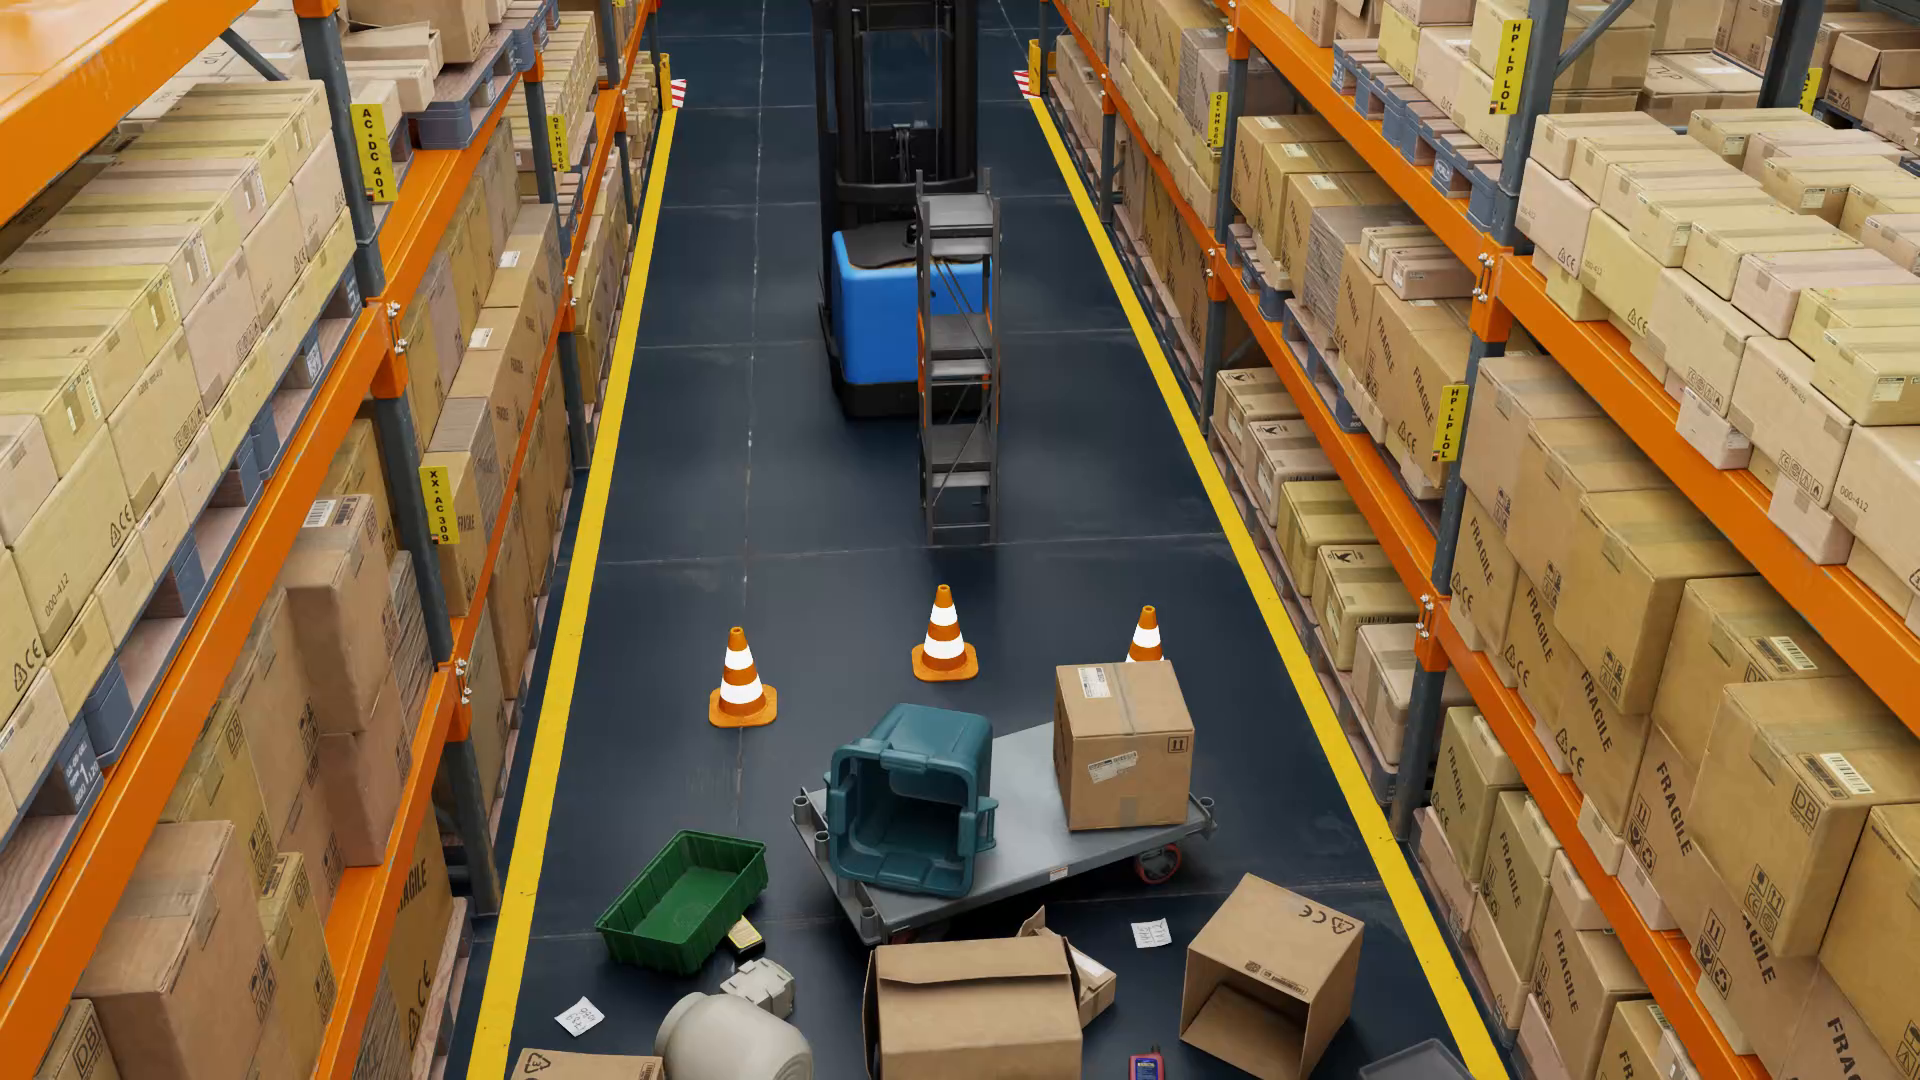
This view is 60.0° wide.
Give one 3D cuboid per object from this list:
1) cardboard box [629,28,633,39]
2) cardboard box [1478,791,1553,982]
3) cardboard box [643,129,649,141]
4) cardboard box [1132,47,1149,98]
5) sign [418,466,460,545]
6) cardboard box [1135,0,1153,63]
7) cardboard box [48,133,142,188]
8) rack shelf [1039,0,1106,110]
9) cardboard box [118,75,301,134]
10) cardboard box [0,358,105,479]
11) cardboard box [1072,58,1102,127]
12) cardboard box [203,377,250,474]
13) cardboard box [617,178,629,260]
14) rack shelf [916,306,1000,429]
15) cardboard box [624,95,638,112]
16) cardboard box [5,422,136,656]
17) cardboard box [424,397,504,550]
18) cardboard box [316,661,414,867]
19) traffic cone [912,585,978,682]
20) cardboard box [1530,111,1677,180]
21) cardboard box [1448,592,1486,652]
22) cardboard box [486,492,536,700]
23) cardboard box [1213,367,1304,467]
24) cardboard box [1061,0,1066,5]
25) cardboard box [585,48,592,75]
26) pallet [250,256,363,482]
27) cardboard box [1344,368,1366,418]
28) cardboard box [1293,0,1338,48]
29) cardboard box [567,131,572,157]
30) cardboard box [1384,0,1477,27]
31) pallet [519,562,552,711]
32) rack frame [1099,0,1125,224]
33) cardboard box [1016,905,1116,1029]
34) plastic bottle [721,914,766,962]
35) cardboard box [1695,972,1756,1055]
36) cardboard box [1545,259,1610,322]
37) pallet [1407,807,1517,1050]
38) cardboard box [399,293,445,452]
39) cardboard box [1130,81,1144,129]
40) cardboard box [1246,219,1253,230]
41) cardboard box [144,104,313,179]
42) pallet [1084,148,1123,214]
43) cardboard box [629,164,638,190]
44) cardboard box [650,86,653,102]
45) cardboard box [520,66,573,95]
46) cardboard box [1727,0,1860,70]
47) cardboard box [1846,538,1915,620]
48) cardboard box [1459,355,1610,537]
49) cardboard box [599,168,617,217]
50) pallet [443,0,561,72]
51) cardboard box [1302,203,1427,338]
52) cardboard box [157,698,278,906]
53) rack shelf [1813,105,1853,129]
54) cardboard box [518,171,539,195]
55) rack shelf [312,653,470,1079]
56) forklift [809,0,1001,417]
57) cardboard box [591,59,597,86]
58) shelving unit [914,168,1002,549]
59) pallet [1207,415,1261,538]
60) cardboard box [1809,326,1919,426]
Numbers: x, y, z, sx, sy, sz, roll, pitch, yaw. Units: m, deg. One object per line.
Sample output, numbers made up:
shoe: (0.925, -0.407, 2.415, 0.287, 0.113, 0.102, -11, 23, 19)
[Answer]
cardboard box: (-3.086, -4.500, 14.603, 0.380, 0.149, 0.250, -1, 31, -2)
cardboard box: (2.301, 1.283, 6.217, 0.500, 0.500, 0.500, -2, 31, -3)
cardboard box: (-3.139, -3.859, 15.655, 0.380, 0.149, 0.250, -2, 31, -4)
cardboard box: (1.563, -3.455, 12.267, 0.500, 0.250, 0.500, -2, 31, -4)
sign: (-1.914, -0.126, 6.114, 0.100, 0.325, 0.005, -3, 31, -5)
cardboard box: (1.580, -3.785, 12.090, 0.500, 0.500, 0.500, -3, 31, -6)
cardboard box: (-2.699, -1.004, 4.930, 0.500, 0.250, 0.500, -3, 31, -4)
rack shelf: (1.518, -4.778, 15.526, 1.077, 0.370, 4.000, -3, 31, -5)
cardboard box: (-2.691, -1.493, 6.038, 0.500, 0.250, 0.500, -2, 31, -4)
cardboard box: (-1.924, -0.231, 3.247, 0.380, 0.149, 0.250, -3, 31, -5)
cardboard box: (1.587, -4.390, 16.263, 0.875, 0.438, 0.875, -2, 31, -3)
cardboard box: (-1.993, -0.275, 4.098, 0.380, 0.149, 0.250, -3, 31, -5)
cardboard box: (-2.894, -2.519, 13.070, 0.500, 0.500, 0.500, -3, 31, -6)
rack shelf: (-0.015, -0.974, 9.360, 0.431, 0.518, 0.480, -3, 31, -5)
cardboard box: (-3.160, -3.974, 15.269, 0.380, 0.149, 0.250, -3, 31, -4)
cardboard box: (-1.978, 0.000, 3.250, 0.500, 0.250, 0.500, -3, 31, -5)
cardboard box: (-2.295, -0.275, 7.188, 0.500, 0.500, 0.500, -3, 31, -4)
cardboard box: (-2.346, 0.710, 5.490, 0.875, 0.550, 0.550, -3, 31, -5)
traffic cone: (-0.080, 0.441, 8.560, 0.336, 0.463, 0.334, -3, 31, -5)
cardboard box: (2.157, -1.328, 5.590, 0.380, 0.149, 0.250, -3, 31, -5)
cardboard box: (2.163, 0.302, 6.564, 0.380, 0.149, 0.250, -3, 31, -5)
cardboard box: (-2.700, 0.287, 8.128, 1.050, 0.750, 0.750, -3, 31, -5)
cardboard box: (2.122, -0.787, 10.296, 0.950, 0.372, 0.625, -5, 31, -8)
cardboard box: (1.195, -5.375, 15.726, 0.500, 0.500, 0.500, -3, 31, -5)
cardboard box: (-2.934, -3.523, 12.268, 0.380, 0.149, 0.250, -1, 31, -2)
pallet: (-2.400, -0.524, 4.864, 1.003, 0.211, 1.213, -3, 31, -5)
cardboard box: (2.036, -0.699, 7.830, 0.380, 0.149, 0.250, -3, 31, -4)
cardboard box: (2.158, -2.870, 8.608, 0.700, 0.500, 0.500, -3, 31, -5)
cardboard box: (-2.785, -2.594, 11.003, 0.380, 0.149, 0.250, -2, 31, -3)
cardboard box: (2.155, -2.410, 7.183, 0.500, 0.250, 0.500, -2, 31, -4)
pallet: (-2.730, 0.489, 8.725, 1.003, 0.211, 1.213, -3, 31, -5)
rack frame: (1.705, -4.066, 13.632, 1.000, 3.000, 0.127, -3, 31, -5)
cardboard box: (0.392, 1.711, 6.627, 0.396, 0.266, 0.258, 27, 40, 37)
plastic bottle: (-0.938, 1.637, 6.949, 0.133, 0.061, 0.283, -20, 36, -30)
cardboard box: (2.389, 1.338, 4.830, 0.380, 0.149, 0.250, -3, 31, -5)
cardboard box: (2.204, -0.854, 5.575, 0.380, 0.149, 0.250, -3, 31, -5)
pallet: (2.551, 1.557, 6.938, 1.003, 0.211, 1.213, -3, 31, -5)
cardboard box: (-2.568, -0.681, 6.892, 0.700, 0.500, 0.500, -3, 31, -5)
cardboard box: (1.566, -3.238, 12.392, 0.500, 0.250, 0.500, -3, 31, -5)
cardboard box: (1.924, -1.922, 9.877, 0.380, 0.149, 0.250, -4, 31, -7)
cardboard box: (-2.091, -1.138, 4.765, 0.380, 0.149, 0.250, -3, 31, -5)
pallet: (1.712, -3.261, 15.004, 1.003, 0.211, 1.213, -3, 31, -5)
cardboard box: (-2.929, -3.062, 14.032, 0.380, 0.149, 0.250, -1, 31, -2)
cardboard box: (-3.204, -4.383, 16.243, 0.380, 0.149, 0.250, -4, 31, -7)
cardboard box: (-2.834, -3.107, 11.281, 0.380, 0.149, 0.250, -3, 31, -5)
cardboard box: (6.518, -4.007, 13.026, 0.700, 0.500, 0.500, -2, 31, -4)
cardboard box: (2.423, 0.057, 4.050, 0.380, 0.149, 0.250, -4, 31, -6)
cardboard box: (2.278, -0.347, 6.043, 0.700, 0.500, 0.500, -3, 31, -5)
cardboard box: (-2.858, -2.575, 12.433, 0.500, 0.250, 0.500, -1, 31, -2)
pallet: (-2.727, -2.616, 8.463, 1.213, 0.211, 1.003, -1, 31, -2)
cardboard box: (2.042, -1.342, 8.274, 0.500, 0.500, 0.500, -4, 31, -6)
cardboard box: (-2.328, 0.797, 4.292, 0.875, 0.550, 0.500, -3, 31, -5)
rack shelf: (6.834, -2.976, 12.509, 1.077, 0.370, 4.000, -3, 31, -5)
cardboard box: (-2.685, -2.192, 10.039, 0.380, 0.149, 0.250, -1, 31, -2)
rack shelf: (-2.279, 1.637, 4.786, 1.077, 0.370, 4.000, -3, 31, -5)
forklift: (-0.460, -2.805, 11.587, 1.130, 2.935, 3.031, -4, 31, -7)
cardboard box: (-2.954, -3.524, 12.560, 0.380, 0.149, 0.250, -3, 31, -4)
shelving unit: (-0.015, -0.986, 9.353, 0.431, 2.100, 0.503, -3, 31, -5)
pallet: (2.151, -0.428, 10.260, 1.003, 0.211, 1.213, -3, 31, -5)
cardboard box: (2.324, -0.402, 4.040, 0.380, 0.149, 0.250, -2, 31, -3)
